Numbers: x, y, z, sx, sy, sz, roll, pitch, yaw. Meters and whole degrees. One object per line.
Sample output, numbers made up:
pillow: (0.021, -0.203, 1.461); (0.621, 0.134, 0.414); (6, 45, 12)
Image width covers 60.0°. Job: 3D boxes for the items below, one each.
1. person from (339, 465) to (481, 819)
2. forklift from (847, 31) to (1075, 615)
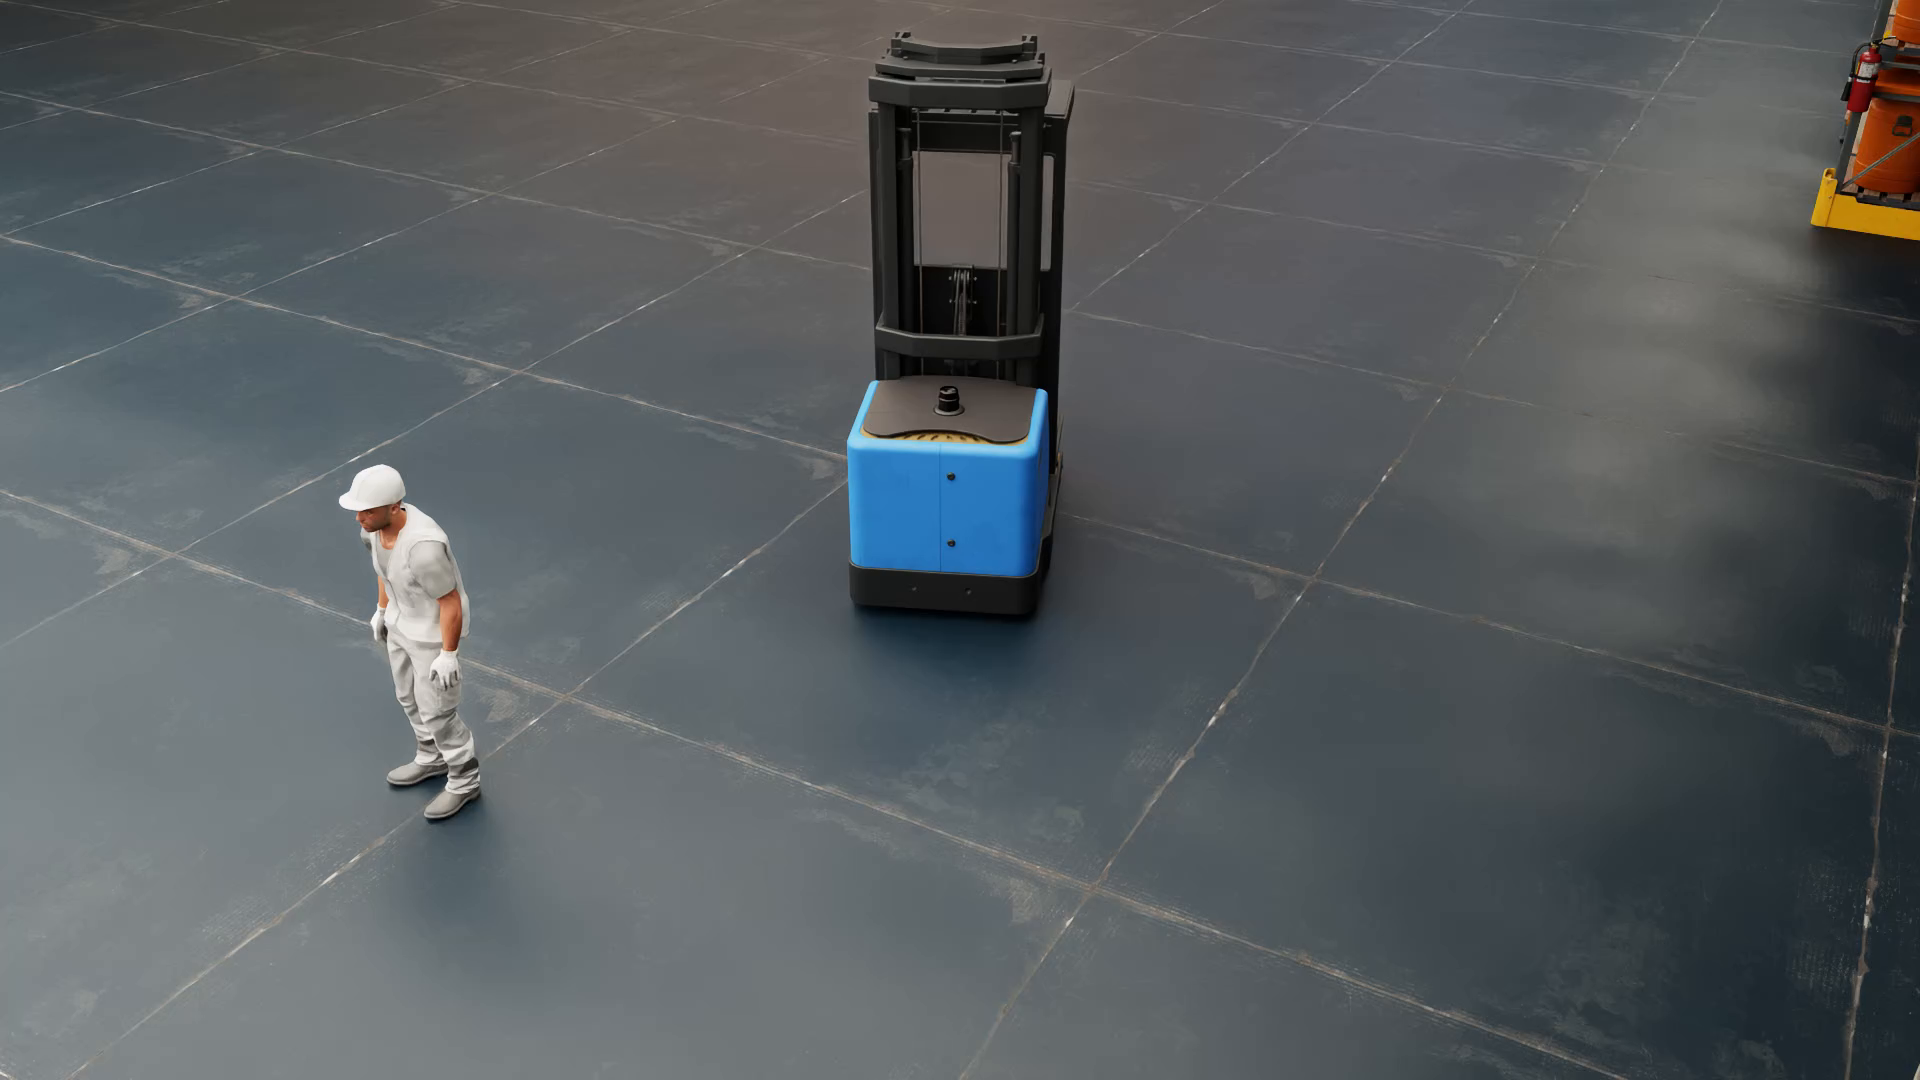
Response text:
person: (-2.441, 0.436, 7.472); (0.617, 1.778, 0.453); (26, 39, 37)
forklift: (0.072, -1.572, 9.794); (1.130, 2.935, 3.031); (3, 30, 6)
